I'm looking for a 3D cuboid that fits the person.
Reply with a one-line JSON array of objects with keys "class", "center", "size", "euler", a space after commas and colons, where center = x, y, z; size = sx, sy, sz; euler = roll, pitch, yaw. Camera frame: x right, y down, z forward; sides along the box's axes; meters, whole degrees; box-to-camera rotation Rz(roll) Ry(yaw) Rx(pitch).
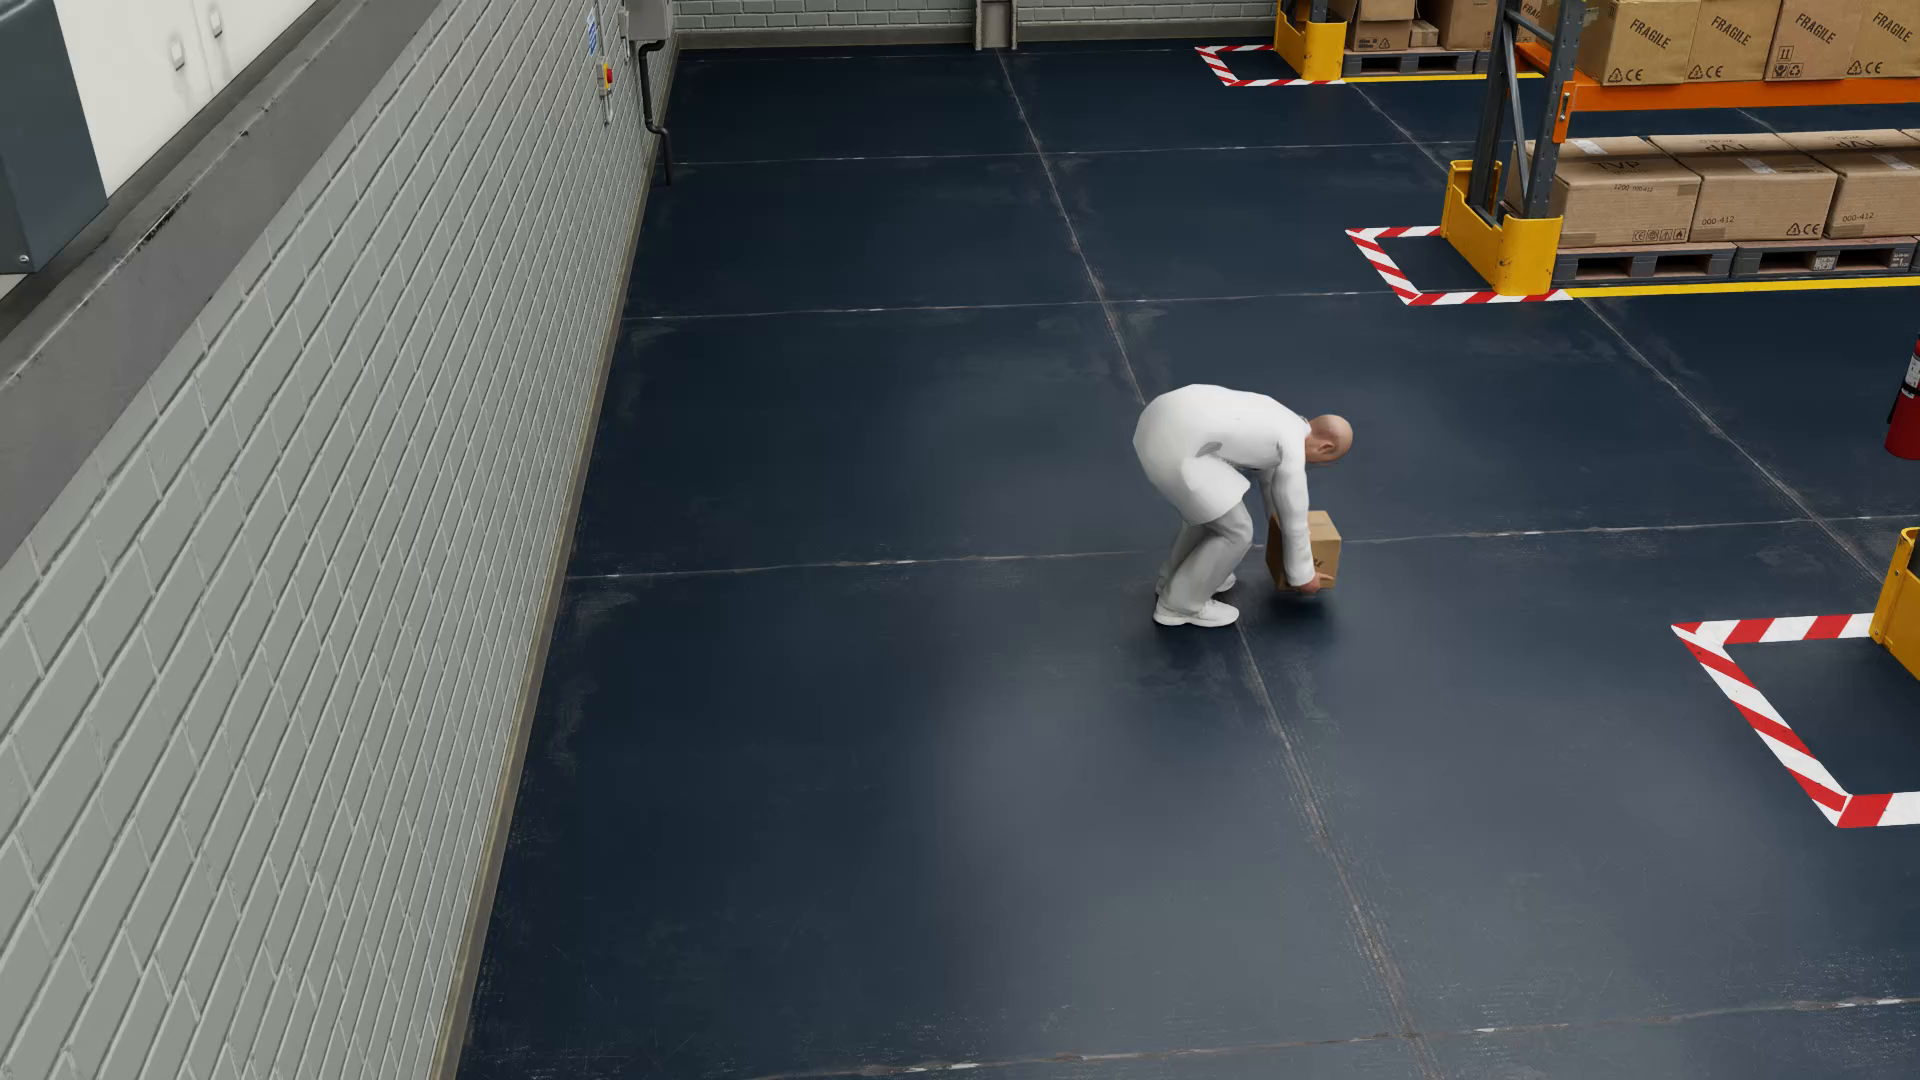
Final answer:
[{"class": "person", "center": [1.200, -0.174, 7.148], "size": [0.945, 1.052, 0.577], "euler": [-4, 31, -7]}]
